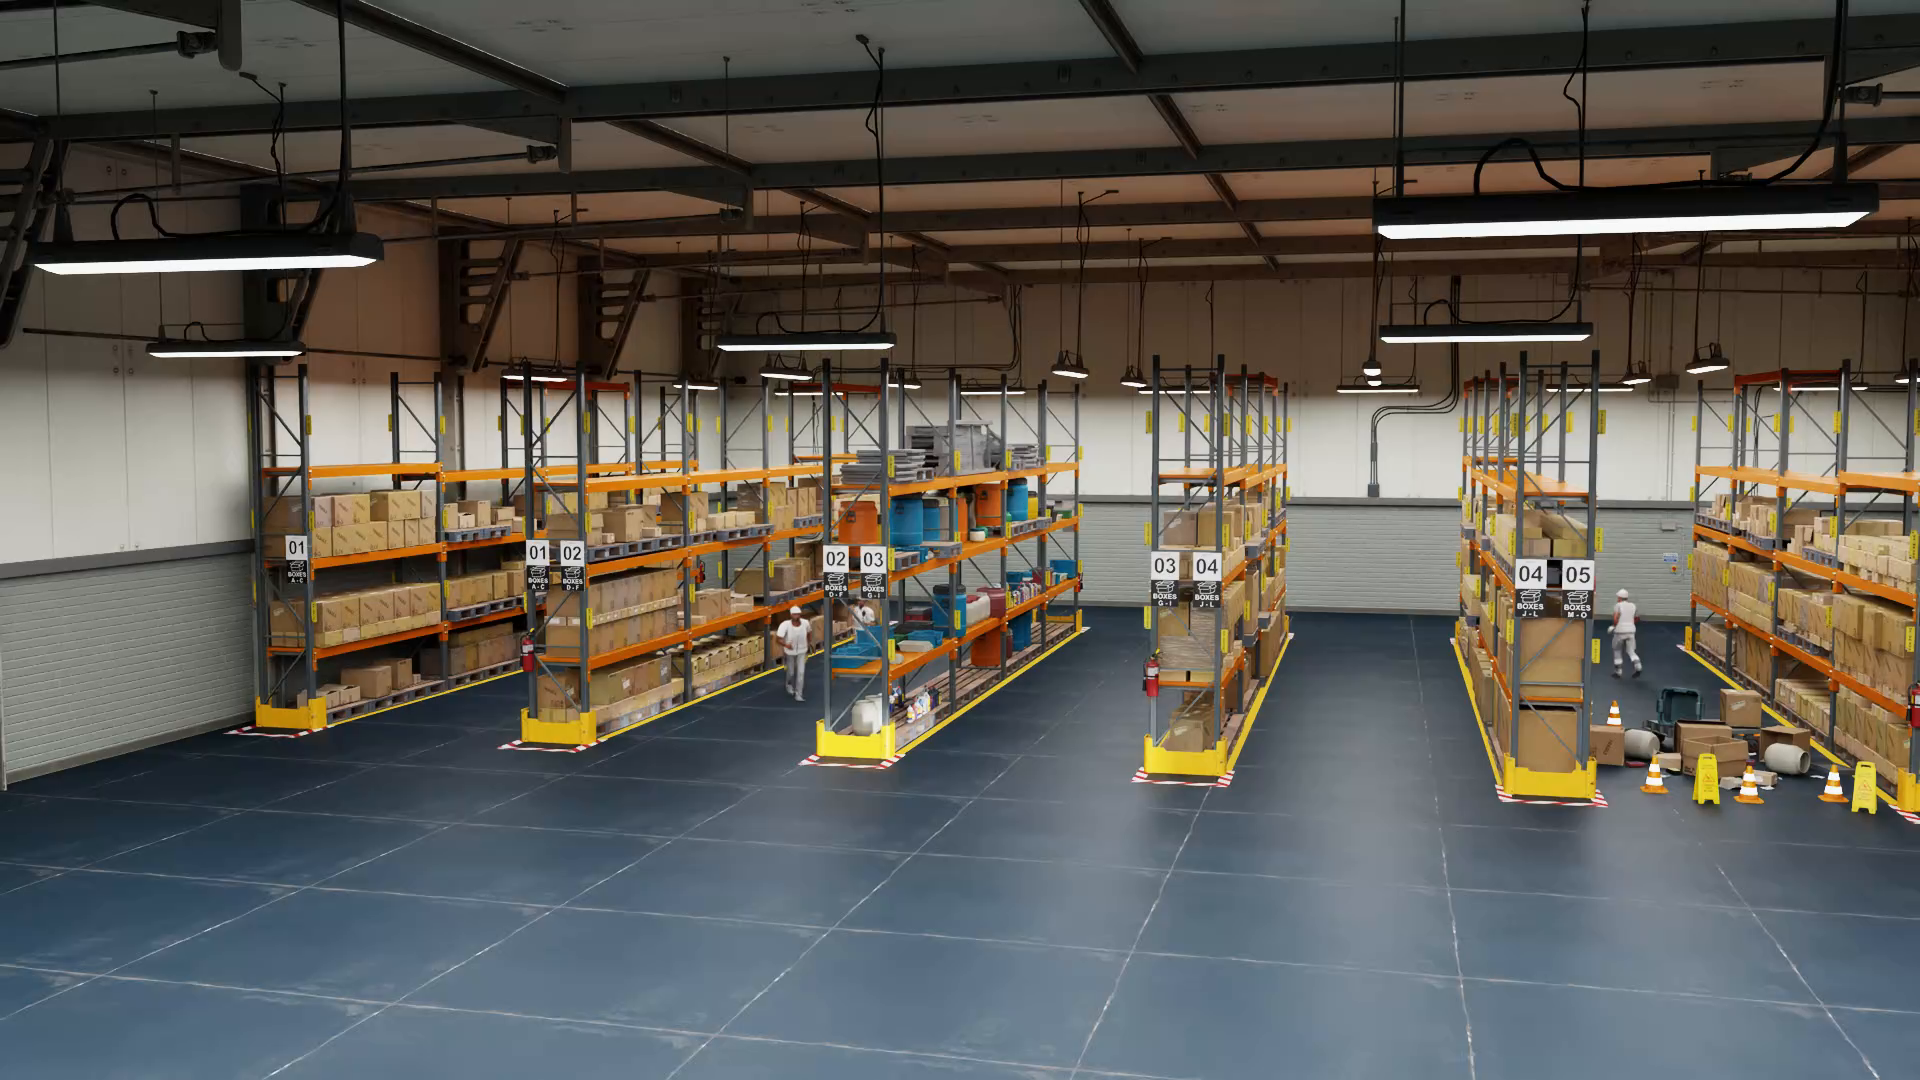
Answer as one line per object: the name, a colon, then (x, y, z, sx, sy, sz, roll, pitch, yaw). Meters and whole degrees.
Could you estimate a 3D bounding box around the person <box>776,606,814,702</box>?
person: (-3.022, 2.049, 30.346, 0.702, 1.730, 0.908, -1, 4, -14)

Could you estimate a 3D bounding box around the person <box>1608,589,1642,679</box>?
person: (13.149, 1.867, 32.789, 0.675, 1.753, 0.943, 0, 4, -6)

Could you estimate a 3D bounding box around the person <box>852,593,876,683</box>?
person: (-1.910, 1.900, 32.635, 0.580, 1.739, 0.740, 1, 4, 19)
